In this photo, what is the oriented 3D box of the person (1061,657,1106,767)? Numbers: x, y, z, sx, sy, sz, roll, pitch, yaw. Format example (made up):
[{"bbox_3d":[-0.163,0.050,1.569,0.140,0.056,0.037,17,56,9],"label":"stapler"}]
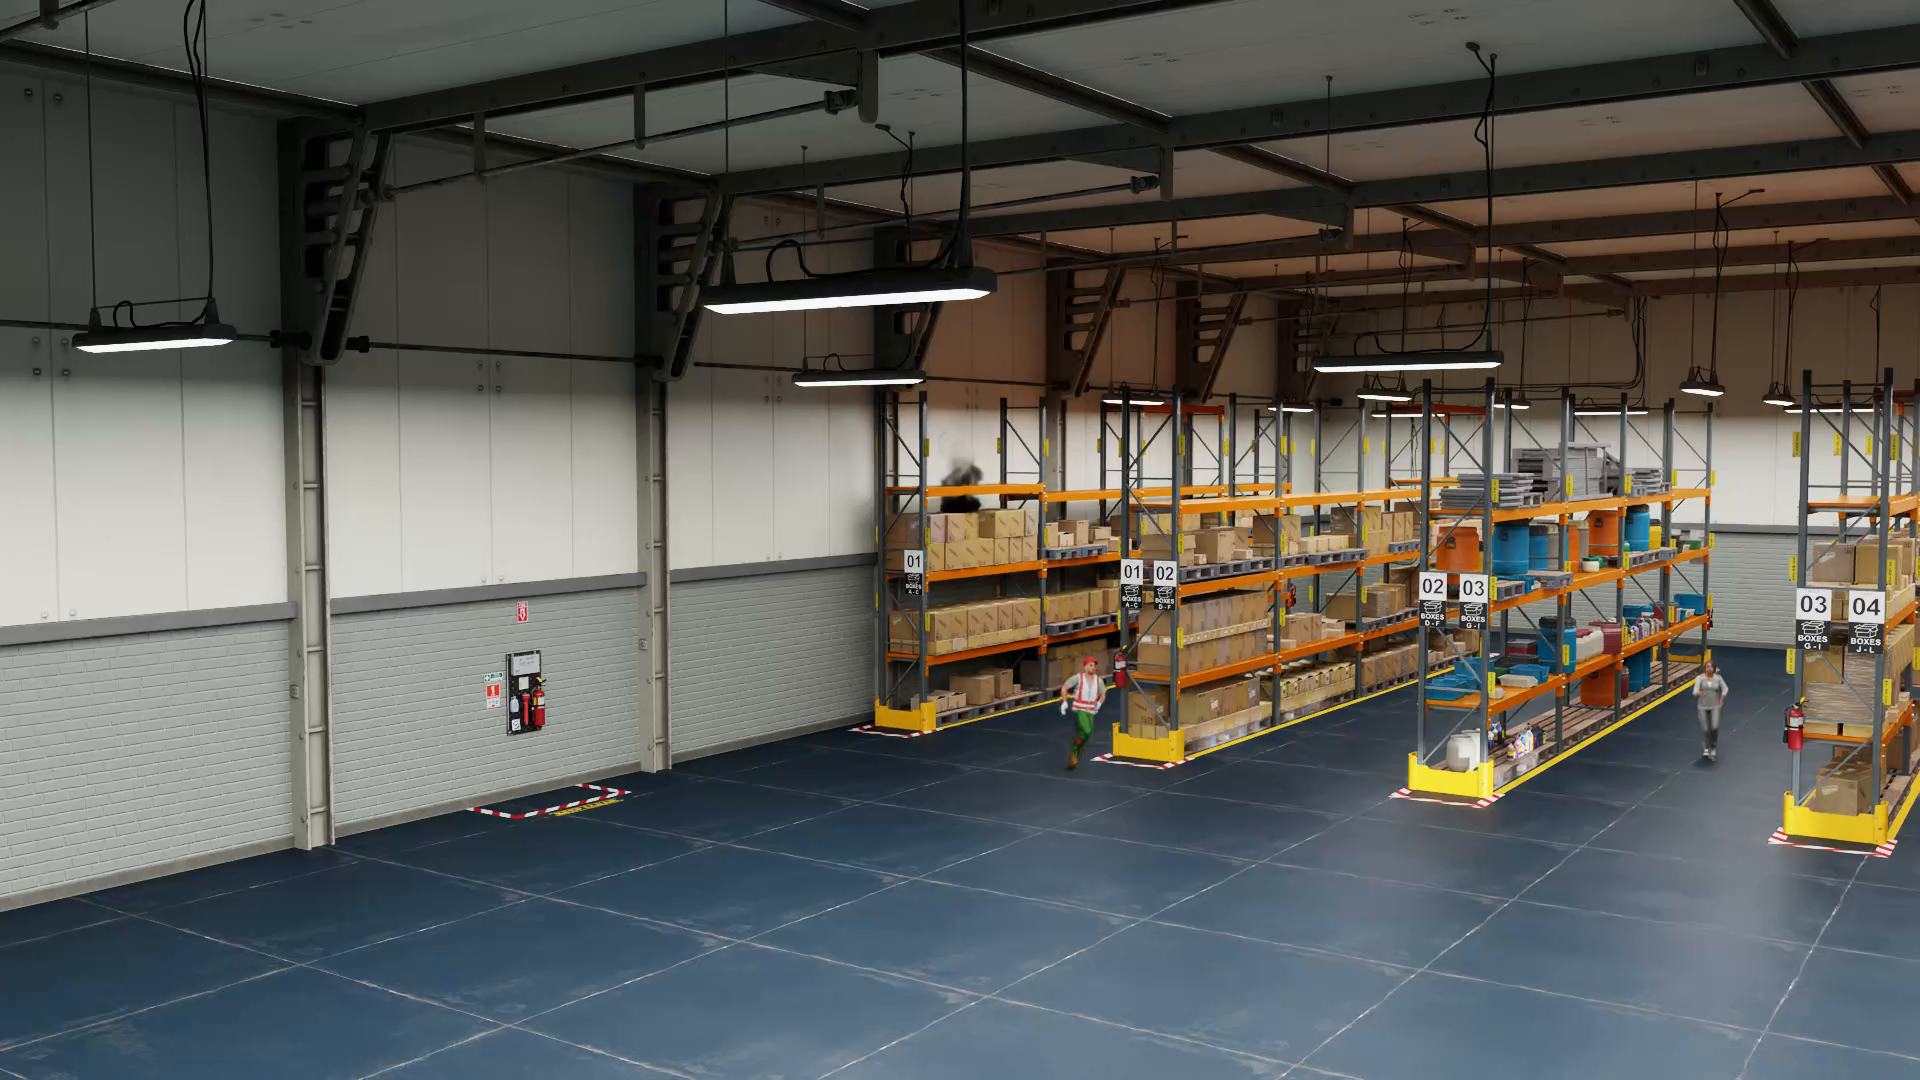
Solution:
[{"bbox_3d":[1.991,2.686,25.921,0.656,1.715,0.635,-1,3,-21],"label":"person"}]

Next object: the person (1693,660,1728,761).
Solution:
[{"bbox_3d":[12.016,2.728,26.652,0.515,1.604,0.625,2,4,26],"label":"person"}]
